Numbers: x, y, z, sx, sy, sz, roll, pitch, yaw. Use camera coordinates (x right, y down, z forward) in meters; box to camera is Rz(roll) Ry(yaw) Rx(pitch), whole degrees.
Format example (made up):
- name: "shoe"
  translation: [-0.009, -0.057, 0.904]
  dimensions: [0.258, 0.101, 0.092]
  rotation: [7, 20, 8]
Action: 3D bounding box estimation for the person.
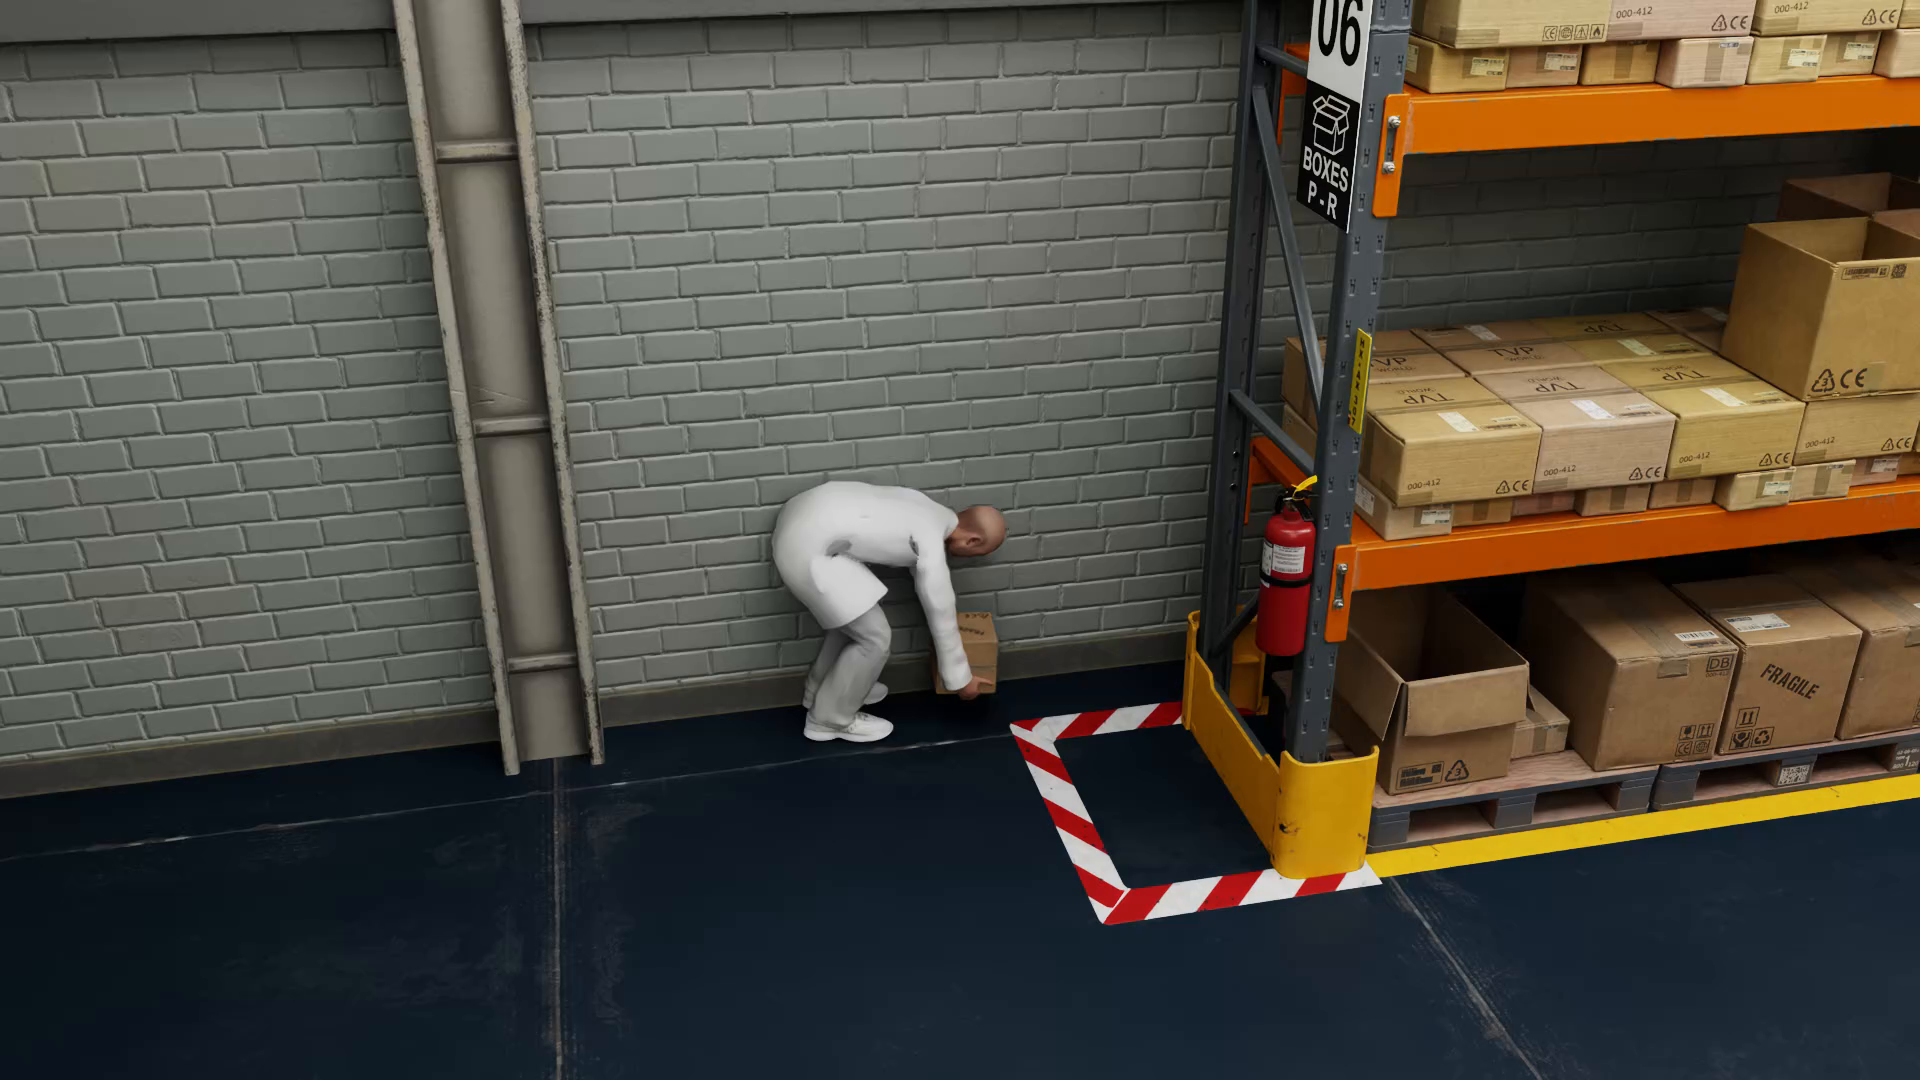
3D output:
- name: "person"
  translation: [-0.287, 0.265, 6.872]
  dimensions: [0.949, 1.089, 0.578]
  rotation: [-4, 27, -8]
